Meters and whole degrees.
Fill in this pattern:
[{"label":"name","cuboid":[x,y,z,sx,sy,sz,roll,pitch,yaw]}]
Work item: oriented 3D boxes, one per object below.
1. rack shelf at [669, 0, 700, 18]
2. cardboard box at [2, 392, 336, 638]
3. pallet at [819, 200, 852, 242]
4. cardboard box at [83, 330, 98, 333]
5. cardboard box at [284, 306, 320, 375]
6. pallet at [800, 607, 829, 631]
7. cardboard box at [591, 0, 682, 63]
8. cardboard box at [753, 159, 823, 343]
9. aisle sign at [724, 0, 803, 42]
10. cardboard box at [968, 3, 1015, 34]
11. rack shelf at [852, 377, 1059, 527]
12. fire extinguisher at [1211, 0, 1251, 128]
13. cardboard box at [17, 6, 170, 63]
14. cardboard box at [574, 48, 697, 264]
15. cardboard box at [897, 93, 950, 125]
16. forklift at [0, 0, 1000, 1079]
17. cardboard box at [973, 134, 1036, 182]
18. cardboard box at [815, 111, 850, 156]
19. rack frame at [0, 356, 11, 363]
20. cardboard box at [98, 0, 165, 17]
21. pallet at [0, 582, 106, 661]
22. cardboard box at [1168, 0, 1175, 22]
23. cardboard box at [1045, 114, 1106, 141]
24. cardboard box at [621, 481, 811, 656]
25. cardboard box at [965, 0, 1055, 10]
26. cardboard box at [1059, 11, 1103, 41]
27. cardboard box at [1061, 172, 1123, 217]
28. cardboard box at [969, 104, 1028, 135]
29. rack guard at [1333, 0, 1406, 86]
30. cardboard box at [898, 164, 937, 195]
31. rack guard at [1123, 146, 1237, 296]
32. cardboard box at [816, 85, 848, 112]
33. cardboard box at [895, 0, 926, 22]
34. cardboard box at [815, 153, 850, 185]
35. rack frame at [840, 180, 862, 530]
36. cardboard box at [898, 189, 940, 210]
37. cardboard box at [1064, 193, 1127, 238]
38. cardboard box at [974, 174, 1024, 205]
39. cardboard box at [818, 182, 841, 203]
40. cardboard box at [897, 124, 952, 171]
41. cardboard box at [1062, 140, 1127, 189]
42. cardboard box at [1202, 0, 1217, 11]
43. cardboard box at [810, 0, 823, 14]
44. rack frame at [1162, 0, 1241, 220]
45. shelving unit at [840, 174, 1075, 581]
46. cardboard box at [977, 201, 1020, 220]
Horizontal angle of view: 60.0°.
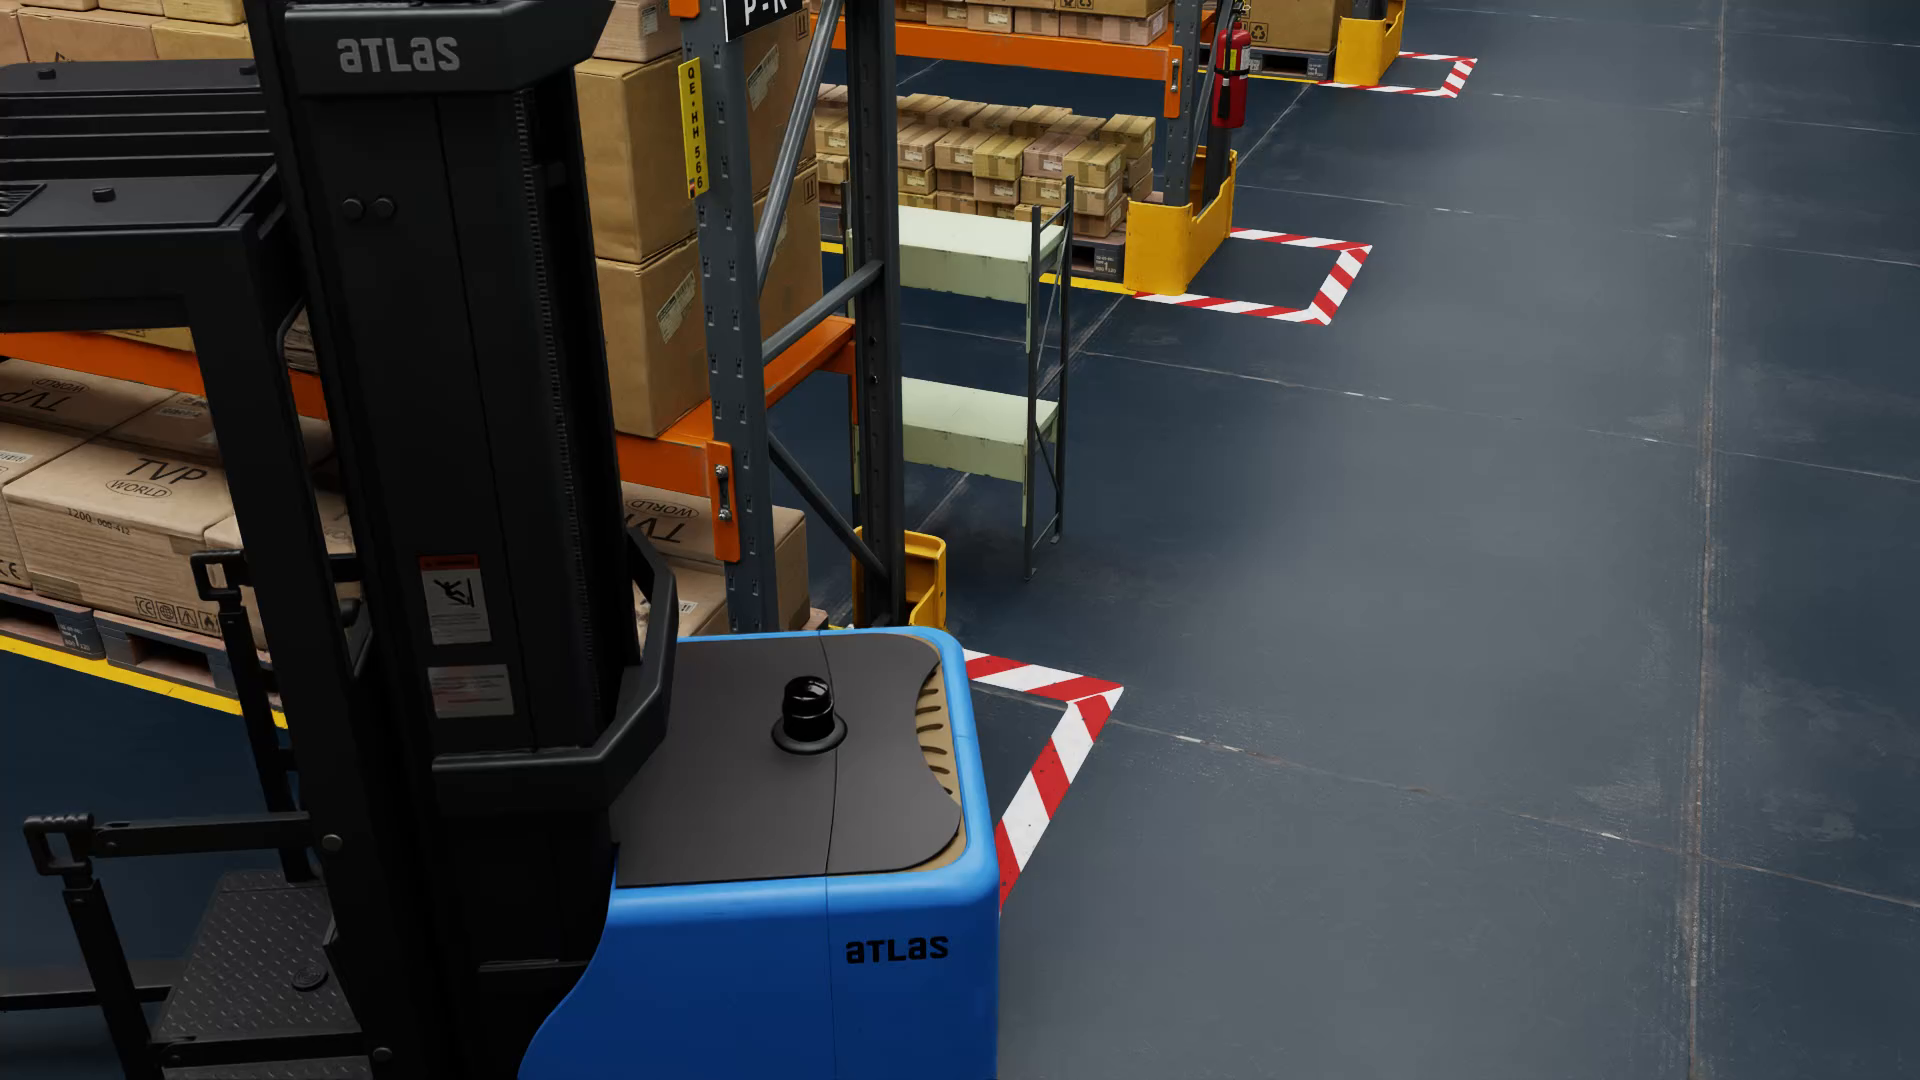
[{"label":"rack shelf","cuboid":[-2.284,-2.003,4.929,4.000,0.370,1.077,11,31,19]},{"label":"cardboard box","cuboid":[-2.766,-0.118,6.087,0.875,0.438,0.875,10,31,18]},{"label":"pallet","cuboid":[-0.599,-2.109,10.267,1.213,0.211,1.003,11,31,19]},{"label":"cardboard box","cuboid":[-2.877,-1.028,5.419,0.500,0.500,0.500,11,31,19]},{"label":"cardboard box","cuboid":[-1.916,-0.843,5.092,0.500,0.500,0.500,12,32,21]},{"label":"pallet","cuboid":[-1.201,0.461,5.720,1.213,0.211,1.003,11,31,19]},{"label":"cardboard box","cuboid":[-0.838,-1.377,4.361,0.250,0.149,0.380,12,32,20]},{"label":"cardboard box","cuboid":[-0.767,-0.904,5.199,0.500,0.500,0.500,11,31,19]},{"label":"aisle sign","cuboid":[-0.480,-1.618,3.922,0.004,0.787,0.394,11,31,19]},{"label":"cardboard box","cuboid":[0.229,-2.878,9.048,0.250,0.149,0.380,12,32,20]},{"label":"rack shelf","cuboid":[-0.006,-0.370,6.544,0.720,0.370,0.431,11,31,19]},{"label":"fire extinguisher","cuboid":[1.397,-2.463,8.517,0.183,0.674,0.296,11,31,19]},{"label":"cardboard box","cuboid":[-2.384,-1.370,5.008,0.500,0.500,0.500,11,31,19]},{"label":"cardboard box","cuboid":[-0.967,-1.100,4.530,0.500,0.500,0.500,12,32,21]},{"label":"cardboard box","cuboid":[-0.248,-2.603,10.173,0.250,0.149,0.380,12,32,20]},{"label":"forklift","cuboid":[-1.451,0.167,3.475,3.031,2.935,1.130,-3,30,-4]},{"label":"cardboard box","cuboid":[0.252,-2.162,9.393,0.250,0.149,0.380,11,31,18]},{"label":"cardboard box","cuboid":[-0.690,-2.398,9.810,0.250,0.149,0.380,11,31,19]},{"label":"rack frame","cuboid":[-4.137,-1.381,6.144,0.127,3.000,1.000,11,31,19]},{"label":"cardboard box","cuboid":[-2.277,-1.645,4.835,0.250,0.149,0.380,12,32,21]},{"label":"pallet","cuboid":[-3.462,0.010,6.518,1.213,0.211,1.003,11,31,19]},{"label":"cardboard box","cuboid":[1.160,-3.016,9.294,0.250,0.149,0.380,11,31,19]},{"label":"cardboard box","cuboid":[0.679,-2.365,9.752,0.250,0.149,0.380,12,32,20]},{"label":"cardboard box","cuboid":[-1.079,0.215,5.497,0.875,0.438,0.875,10,31,17]},{"label":"cardboard box","cuboid":[0.349,-3.153,8.876,0.500,0.500,0.500,11,31,18]},{"label":"cardboard box","cuboid":[0.712,-2.802,8.913,0.250,0.149,0.380,11,31,19]},{"label":"cardboard box","cuboid":[0.741,-1.955,9.329,0.250,0.149,0.380,10,31,18]},{"label":"cardboard box","cuboid":[0.232,-2.478,9.952,0.250,0.149,0.380,10,31,17]},{"label":"rack guard","cuboid":[3.318,-4.067,13.437,0.348,0.500,1.175,11,31,19]},{"label":"cardboard box","cuboid":[-0.226,-2.140,9.656,0.250,0.149,0.380,12,32,20]},{"label":"rack guard","cuboid":[1.267,-1.842,9.501,0.348,0.500,1.175,11,31,19]},{"label":"cardboard box","cuboid":[-0.706,-2.702,10.348,0.250,0.149,0.380,10,31,17]},{"label":"cardboard box","cuboid":[-0.232,-3.017,9.294,0.250,0.149,0.380,10,31,17]},{"label":"cardboard box","cuboid":[-0.722,-2.235,9.823,0.250,0.149,0.380,12,31,20]},{"label":"rack frame","cuboid":[-0.345,-0.722,6.503,0.023,1.500,0.400,11,31,19]},{"label":"cardboard box","cuboid":[-0.211,-2.008,9.725,0.250,0.149,0.380,10,31,17]},{"label":"cardboard box","cuboid":[0.771,-1.860,9.463,0.250,0.149,0.380,12,32,20]},{"label":"cardboard box","cuboid":[0.259,-2.050,9.497,0.250,0.149,0.380,10,31,17]},{"label":"cardboard box","cuboid":[-0.663,-2.149,9.974,0.250,0.149,0.380,12,32,21]},{"label":"cardboard box","cuboid":[-0.234,-2.263,9.572,0.250,0.149,0.380,12,32,21]},{"label":"cardboard box","cuboid":[0.751,-2.099,9.282,0.250,0.149,0.380,12,32,20]},{"label":"cardboard box","cuboid":[1.829,-4.667,13.692,0.875,0.875,0.875,11,31,19]},{"label":"cardboard box","cuboid":[-0.725,-3.095,9.433,0.250,0.149,0.380,13,32,21]},{"label":"rack frame","cuboid":[1.337,-2.916,8.861,0.127,3.000,1.000,11,31,19]},{"label":"shelving unit","cuboid":[-0.006,-0.654,6.383,0.755,1.500,0.431,11,31,19]},{"label":"cardboard box","cuboid":[0.282,-1.950,9.622,0.250,0.149,0.380,11,31,19]}]
